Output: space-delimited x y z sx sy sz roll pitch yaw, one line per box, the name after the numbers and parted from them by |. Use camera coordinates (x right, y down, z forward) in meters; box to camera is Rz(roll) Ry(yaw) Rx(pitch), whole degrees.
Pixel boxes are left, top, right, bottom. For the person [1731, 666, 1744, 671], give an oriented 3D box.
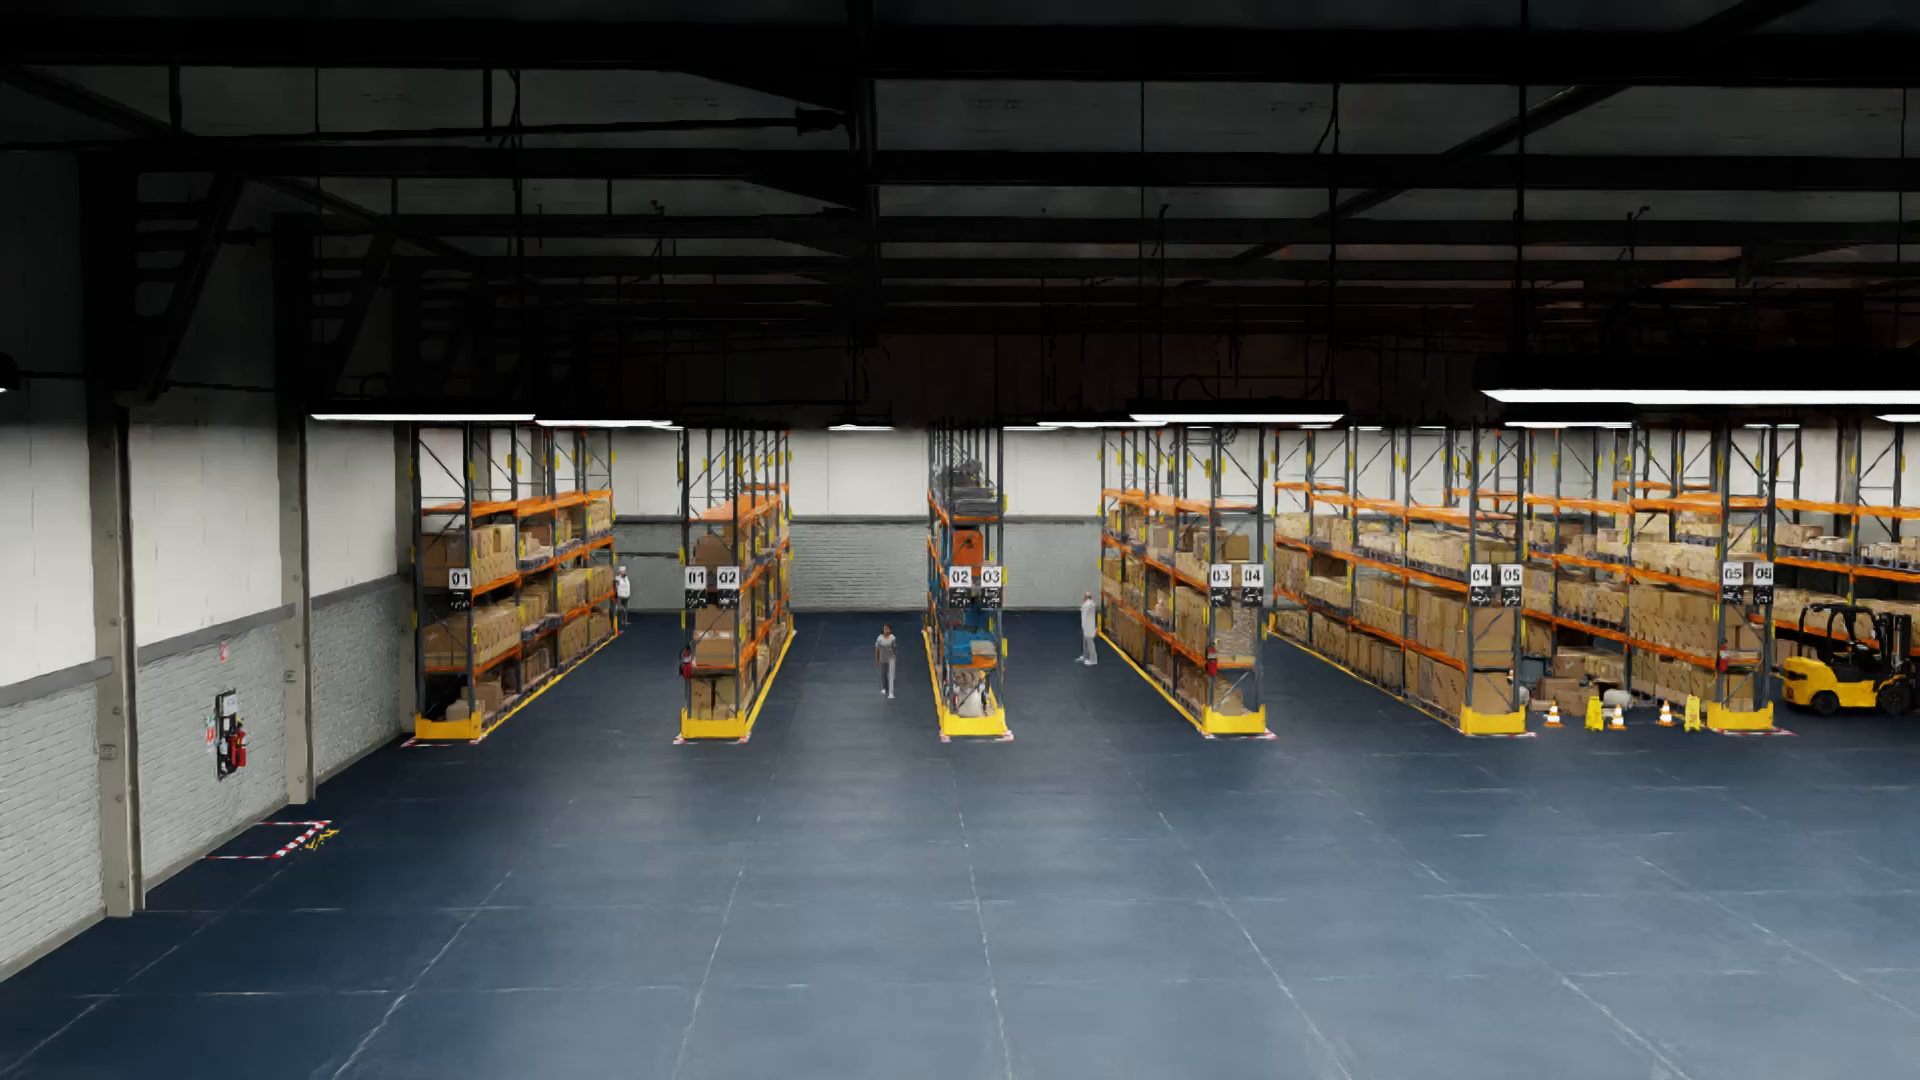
16.542 2.499 35.487 0.489 1.787 0.608 2 4 28 | person

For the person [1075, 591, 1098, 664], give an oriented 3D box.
3.119 2.142 41.003 0.647 1.773 0.691 1 4 19 | person

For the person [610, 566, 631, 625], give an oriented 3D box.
-10.077 1.645 49.046 0.479 1.767 0.710 4 5 44 | person

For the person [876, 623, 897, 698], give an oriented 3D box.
-1.594 2.572 35.859 0.446 1.590 1.110 0 4 0 | person
